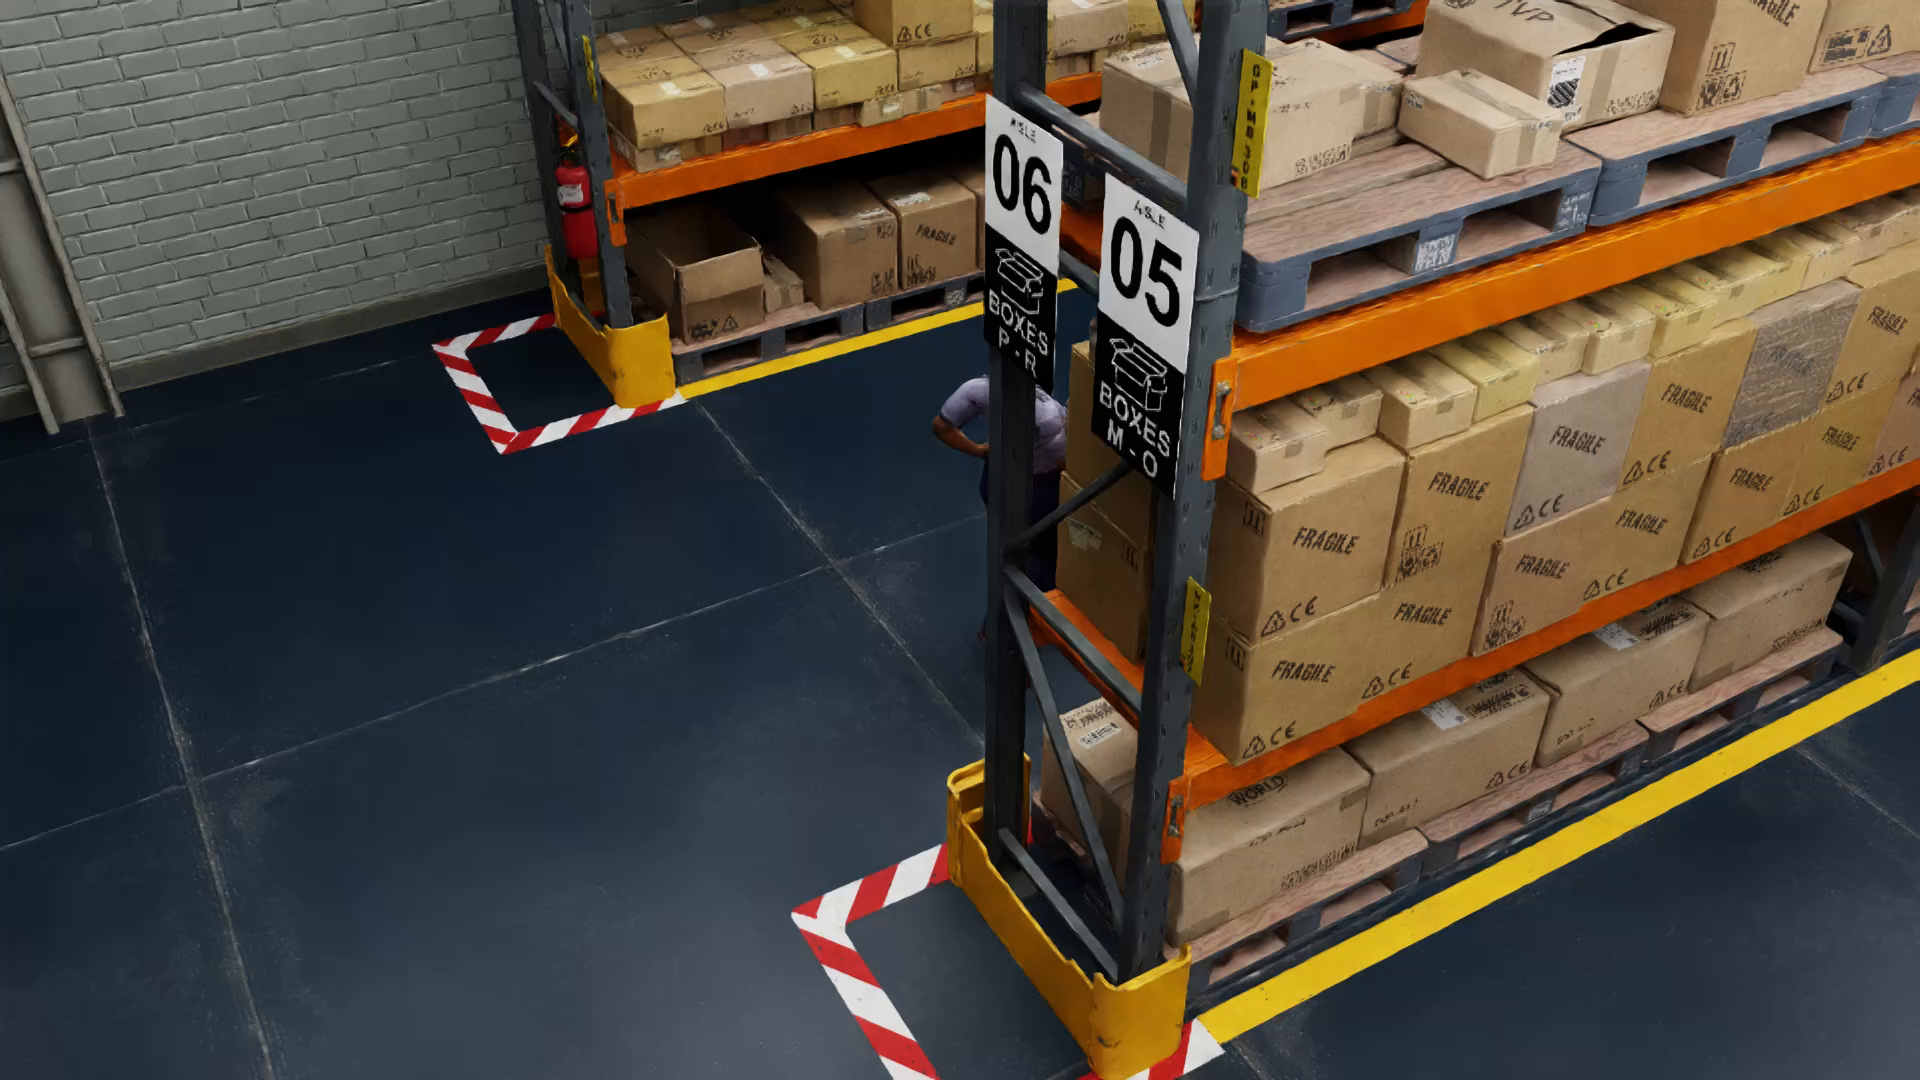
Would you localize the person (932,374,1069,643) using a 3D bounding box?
[{"bbox_3d":[0.348,-0.226,7.259,0.785,1.630,0.579,-26,44,-30],"label":"person"}]
